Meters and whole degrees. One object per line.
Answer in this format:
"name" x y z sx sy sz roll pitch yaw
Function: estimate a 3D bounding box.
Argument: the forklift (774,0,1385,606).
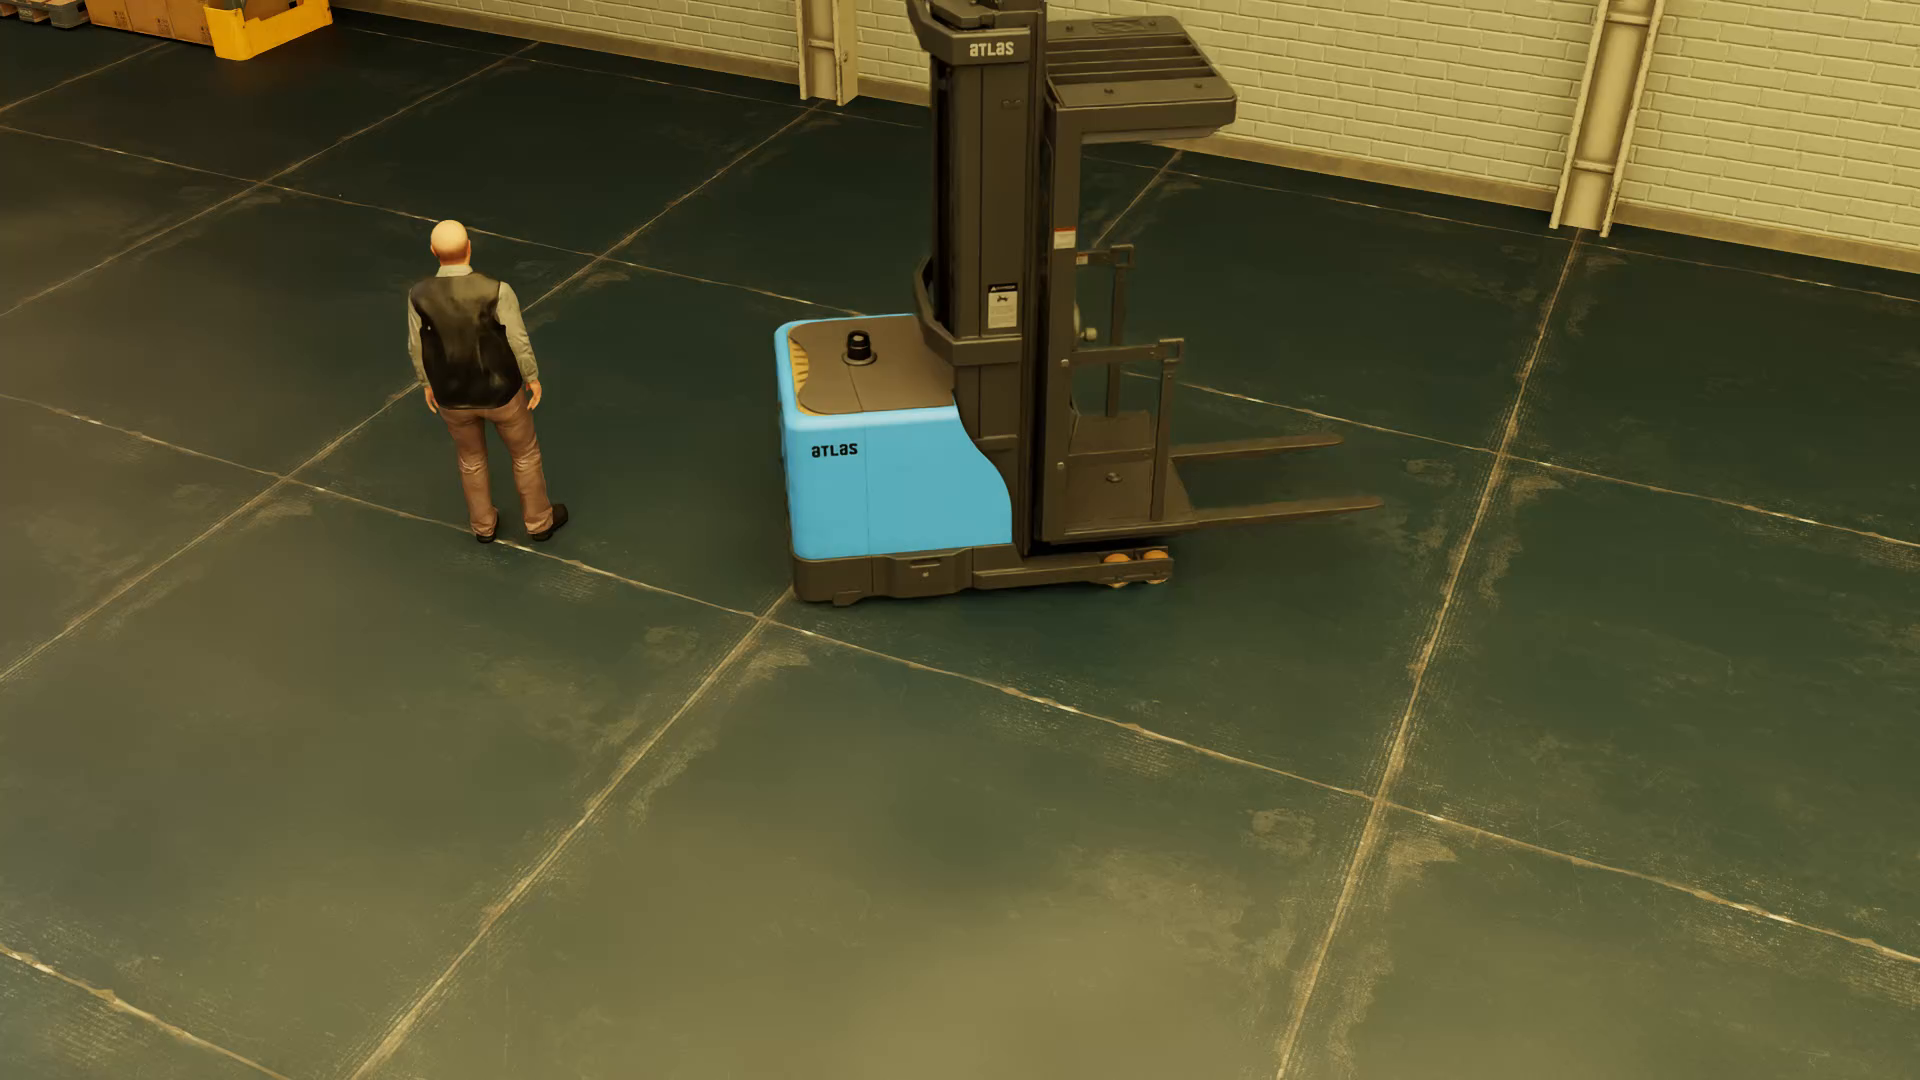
"forklift" 0.622 -1.259 7.851 3.031 2.935 1.130 -5 36 -7

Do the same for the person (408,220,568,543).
"person" -2.352 -0.732 8.157 0.590 1.720 0.421 -1 36 -2
